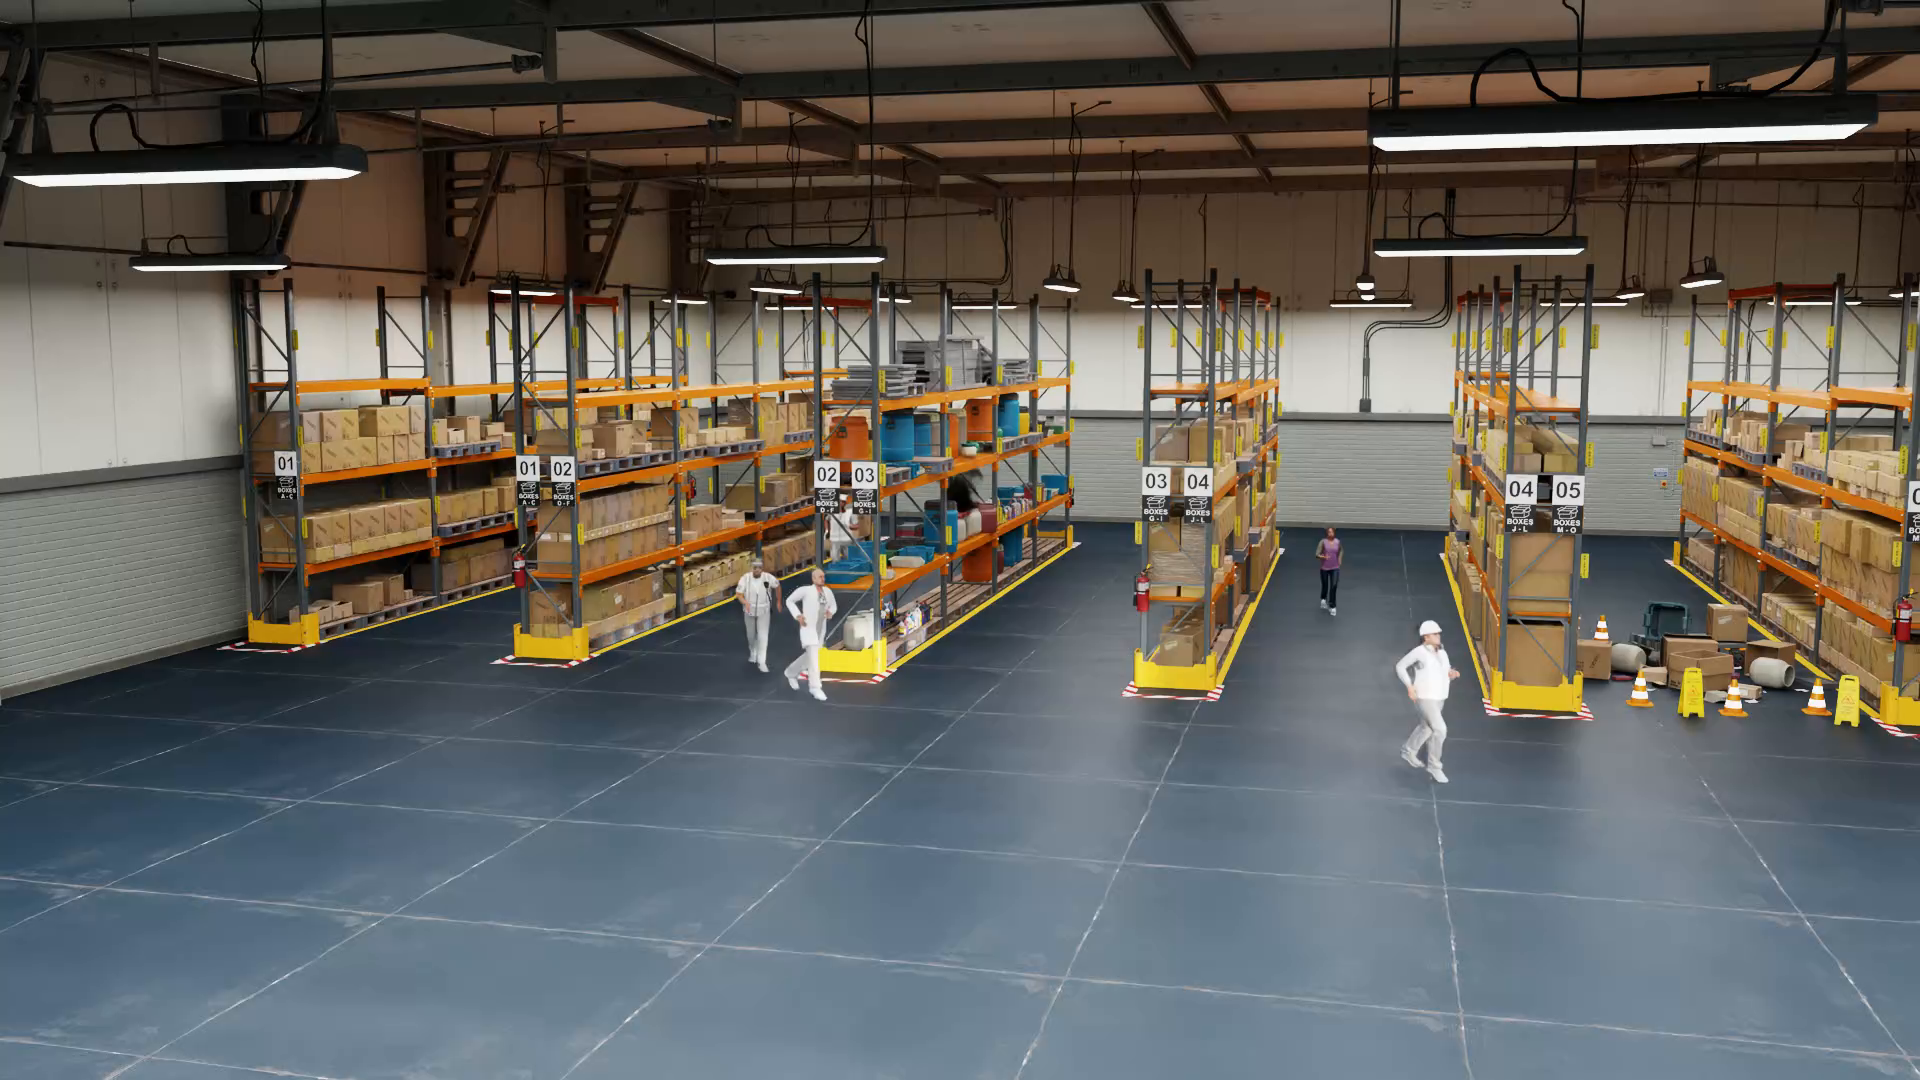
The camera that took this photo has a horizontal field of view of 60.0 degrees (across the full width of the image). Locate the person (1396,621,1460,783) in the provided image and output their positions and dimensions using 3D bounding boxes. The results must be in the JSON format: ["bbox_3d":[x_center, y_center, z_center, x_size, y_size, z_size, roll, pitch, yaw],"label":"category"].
[{"bbox_3d":[5.387,1.838,19.119,0.630,1.831,0.776,-6,9,-41],"label":"person"}]

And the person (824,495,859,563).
[{"bbox_3d":[-2.238,0.050,31.322,0.679,1.813,0.916,0,7,2],"label":"person"}]

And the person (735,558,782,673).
[{"bbox_3d":[-3.075,1.119,25.405,0.670,1.778,0.892,0,7,0],"label":"person"}]

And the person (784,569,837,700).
[{"bbox_3d":[-2.084,1.307,23.673,0.722,1.805,0.981,-7,9,-44],"label":"person"}]

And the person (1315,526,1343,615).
[{"bbox_3d":[6.766,0.535,30.432,0.545,1.580,0.873,0,7,2],"label":"person"}]
